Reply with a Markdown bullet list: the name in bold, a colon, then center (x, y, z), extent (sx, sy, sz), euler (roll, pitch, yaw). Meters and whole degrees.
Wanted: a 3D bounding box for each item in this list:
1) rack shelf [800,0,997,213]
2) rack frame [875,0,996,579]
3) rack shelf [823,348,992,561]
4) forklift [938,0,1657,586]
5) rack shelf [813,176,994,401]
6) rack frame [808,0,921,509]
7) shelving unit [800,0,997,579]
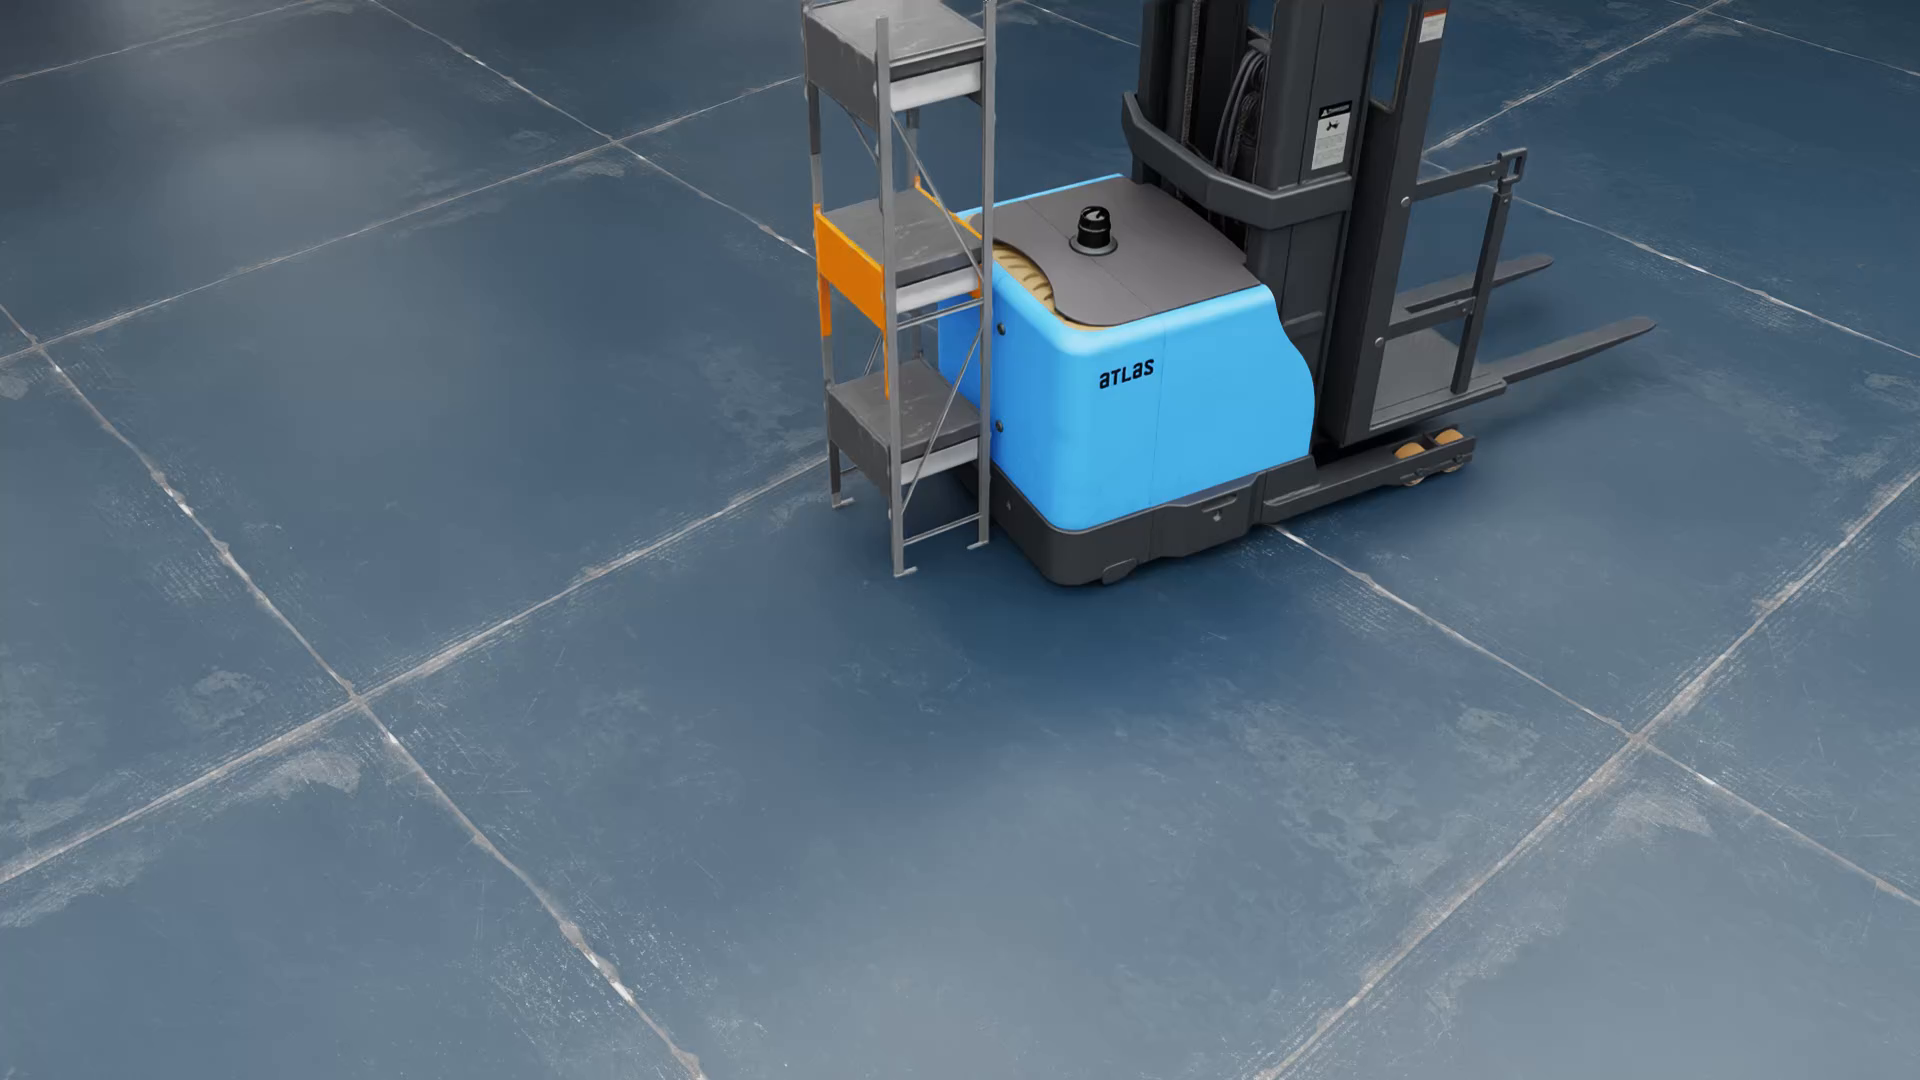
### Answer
- **rack shelf**: center (-0.194, -1.409, 5.230), extent (0.431, 0.518, 0.480), euler (-21, 43, -24)
- **rack frame**: center (-0.067, -0.743, 5.499), extent (0.400, 2.100, 0.015), euler (-21, 43, -24)
- **rack shelf**: center (-0.193, -0.319, 6.109), extent (0.431, 0.518, 0.480), euler (-21, 43, -24)
- **forklift**: center (1.452, -1.629, 5.934), extent (3.031, 2.935, 1.130), euler (-18, 42, -21)
- **rack shelf**: center (-0.193, -0.864, 5.670), extent (0.431, 0.518, 0.480), euler (-21, 43, -24)
- **rack frame**: center (-0.319, -1.006, 5.824), extent (0.400, 2.100, 0.015), euler (-21, 43, -24)
- **shelving unit**: center (-0.193, -0.875, 5.661), extent (0.431, 2.100, 0.503), euler (-21, 43, -24)
